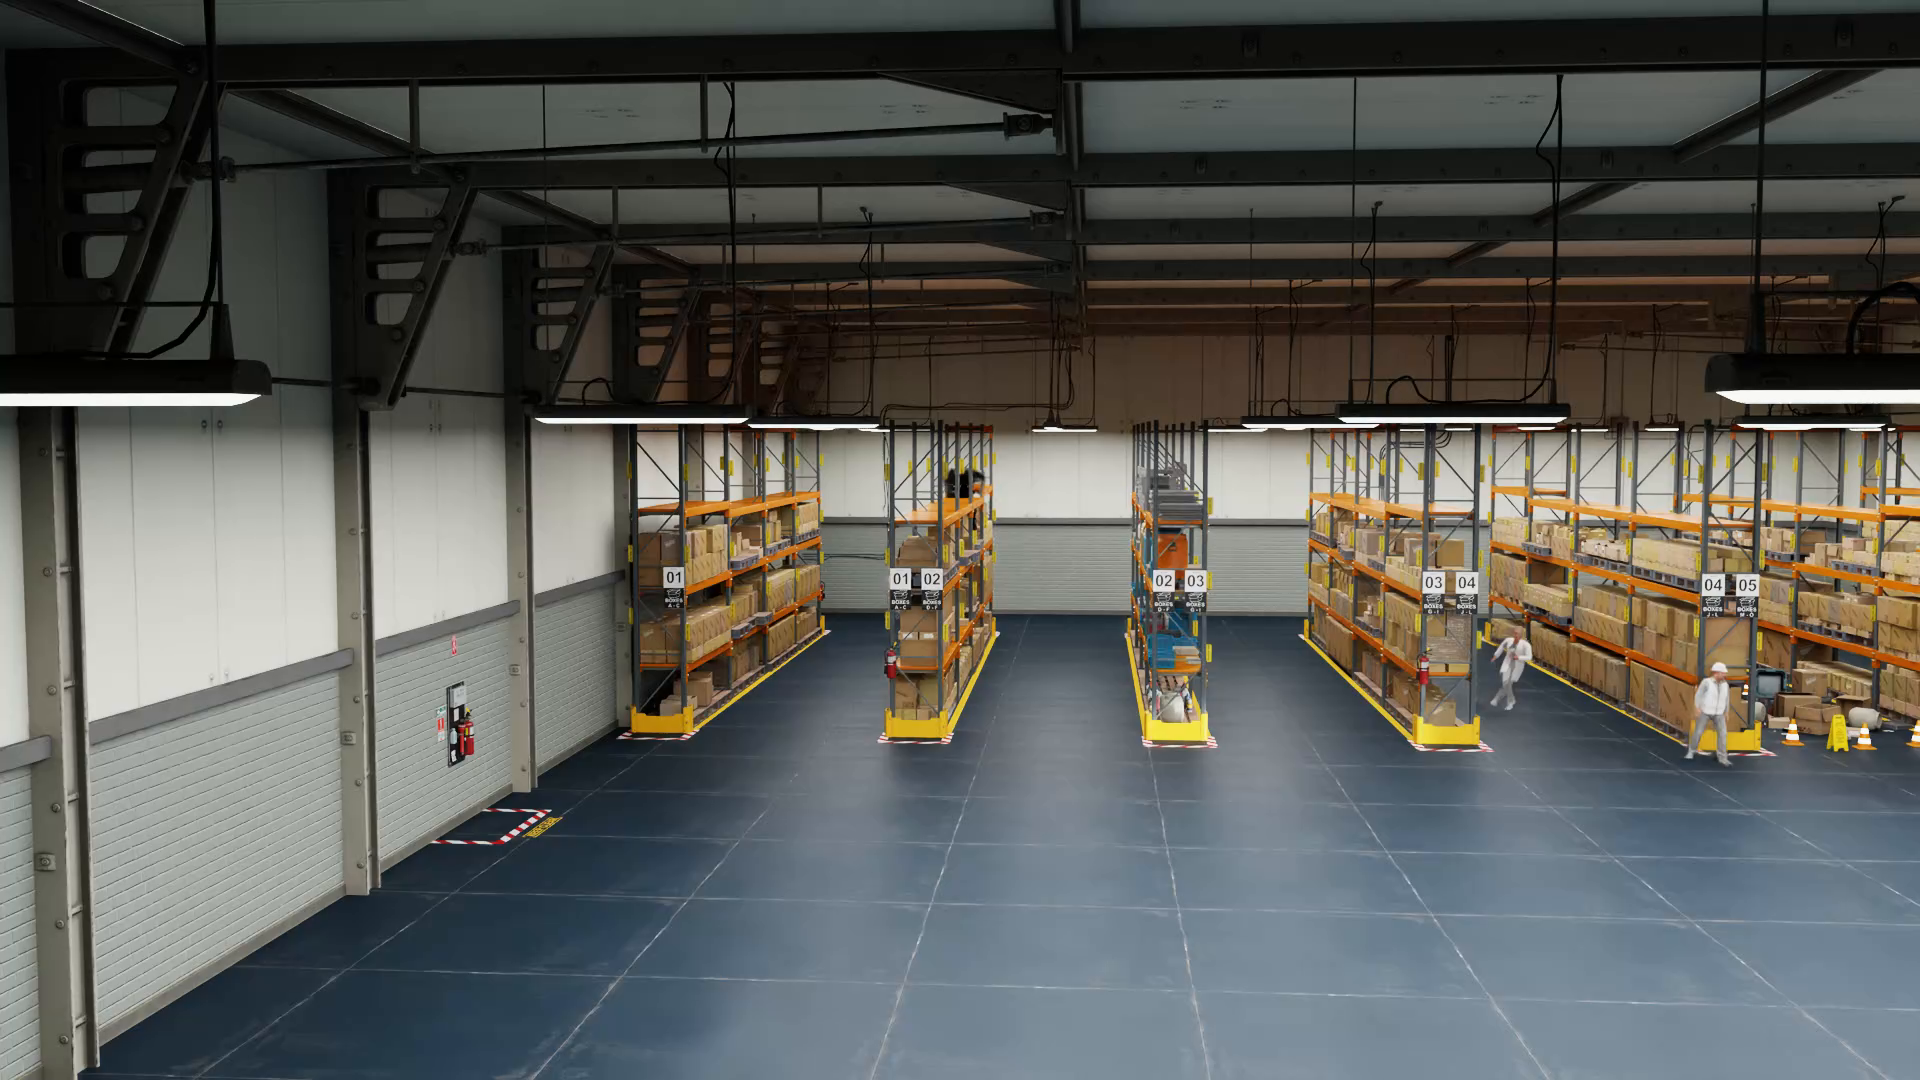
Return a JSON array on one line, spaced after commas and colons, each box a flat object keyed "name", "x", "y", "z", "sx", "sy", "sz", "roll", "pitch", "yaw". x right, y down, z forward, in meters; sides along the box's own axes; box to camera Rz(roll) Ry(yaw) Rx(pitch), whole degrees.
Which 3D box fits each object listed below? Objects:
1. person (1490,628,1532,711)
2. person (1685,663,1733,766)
[{"name": "person", "x": 11.488, "y": 2.641, "z": 34.651, "sx": 0.828, "sy": 1.644, "sz": 0.742, "roll": 1, "pitch": 4, "yaw": 21}, {"name": "person", "x": 13.103, "y": 3.017, "z": 29.033, "sx": 0.703, "sy": 1.766, "sz": 0.760, "roll": 0, "pitch": 4, "yaw": -6}]
